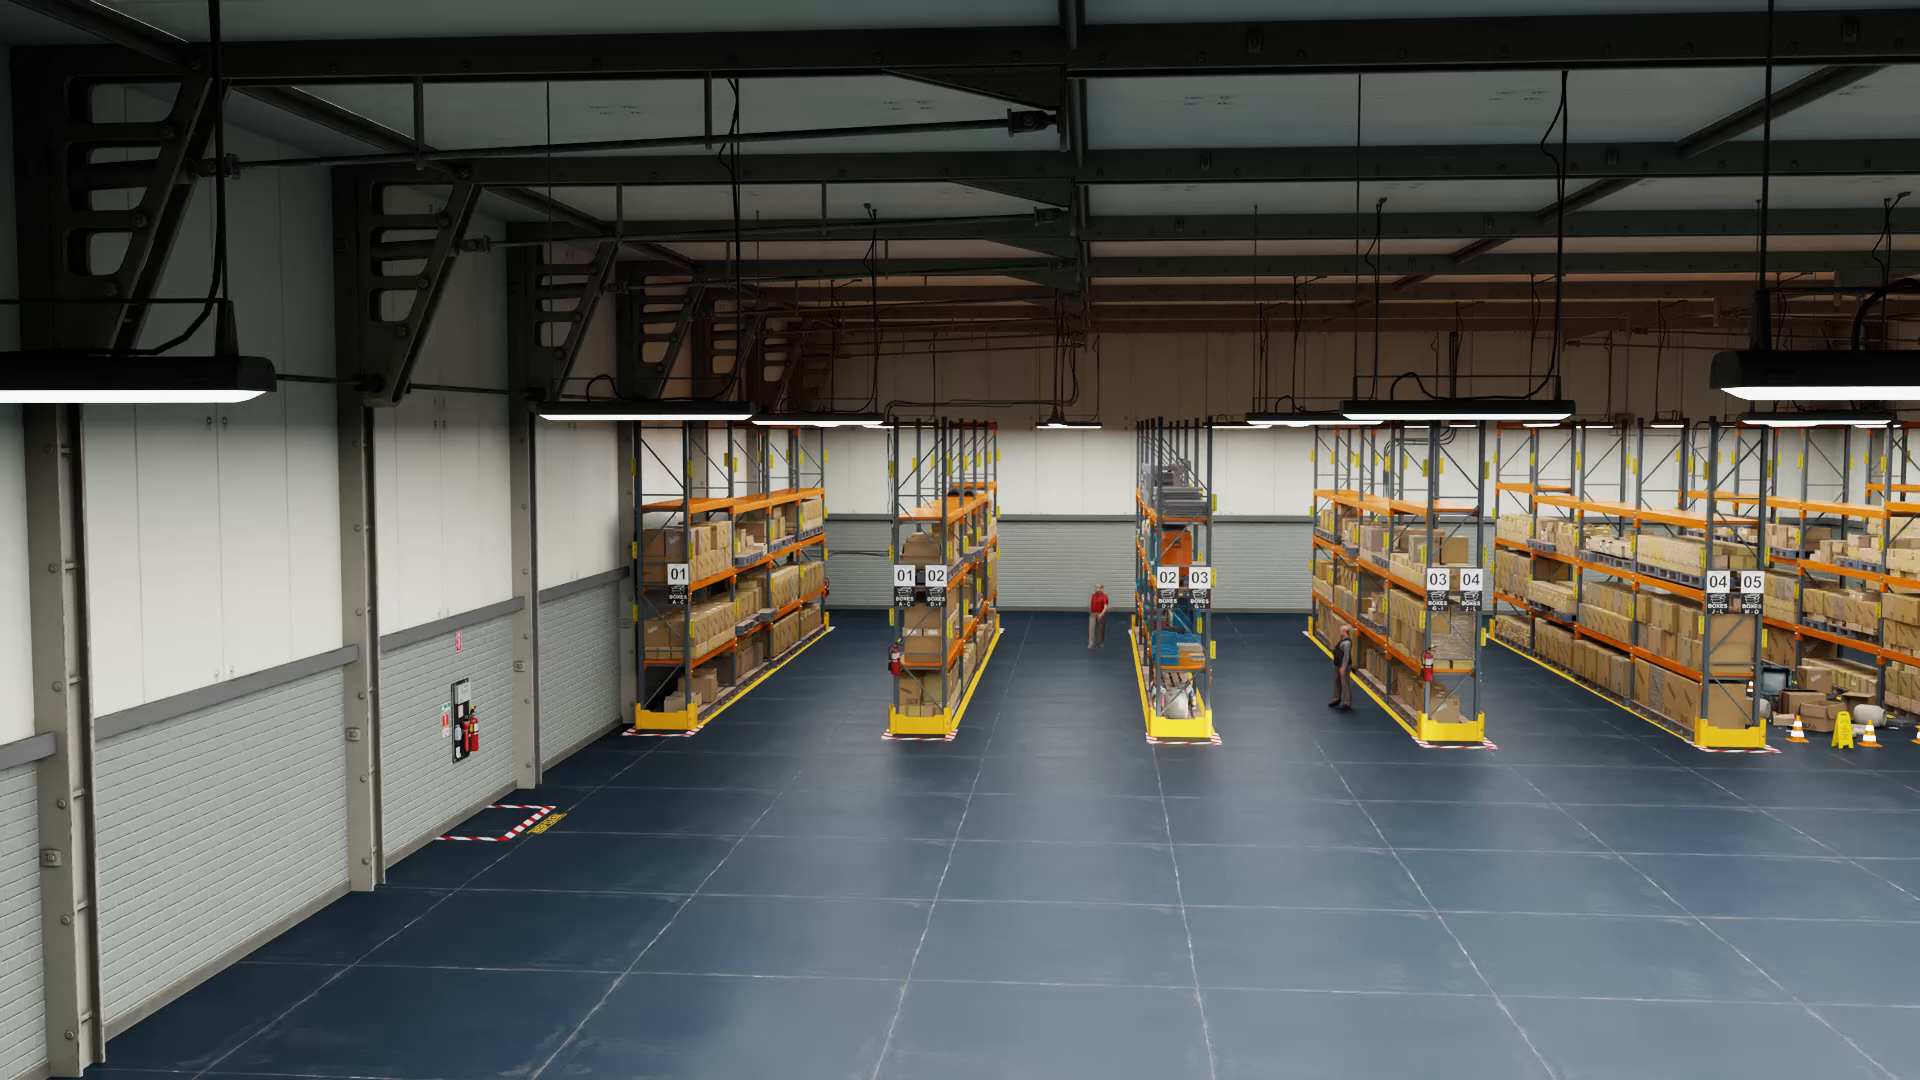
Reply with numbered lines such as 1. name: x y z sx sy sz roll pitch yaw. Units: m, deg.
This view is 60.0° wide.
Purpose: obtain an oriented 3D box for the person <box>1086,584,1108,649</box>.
1. person: 3.539 1.960 42.475 0.512 1.661 1.068 1 4 12

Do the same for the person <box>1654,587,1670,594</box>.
1. person: 20.343 1.750 48.194 0.499 1.724 0.374 3 5 35

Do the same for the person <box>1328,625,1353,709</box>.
1. person: 7.883 2.615 34.369 0.468 1.717 0.590 -1 4 -8
